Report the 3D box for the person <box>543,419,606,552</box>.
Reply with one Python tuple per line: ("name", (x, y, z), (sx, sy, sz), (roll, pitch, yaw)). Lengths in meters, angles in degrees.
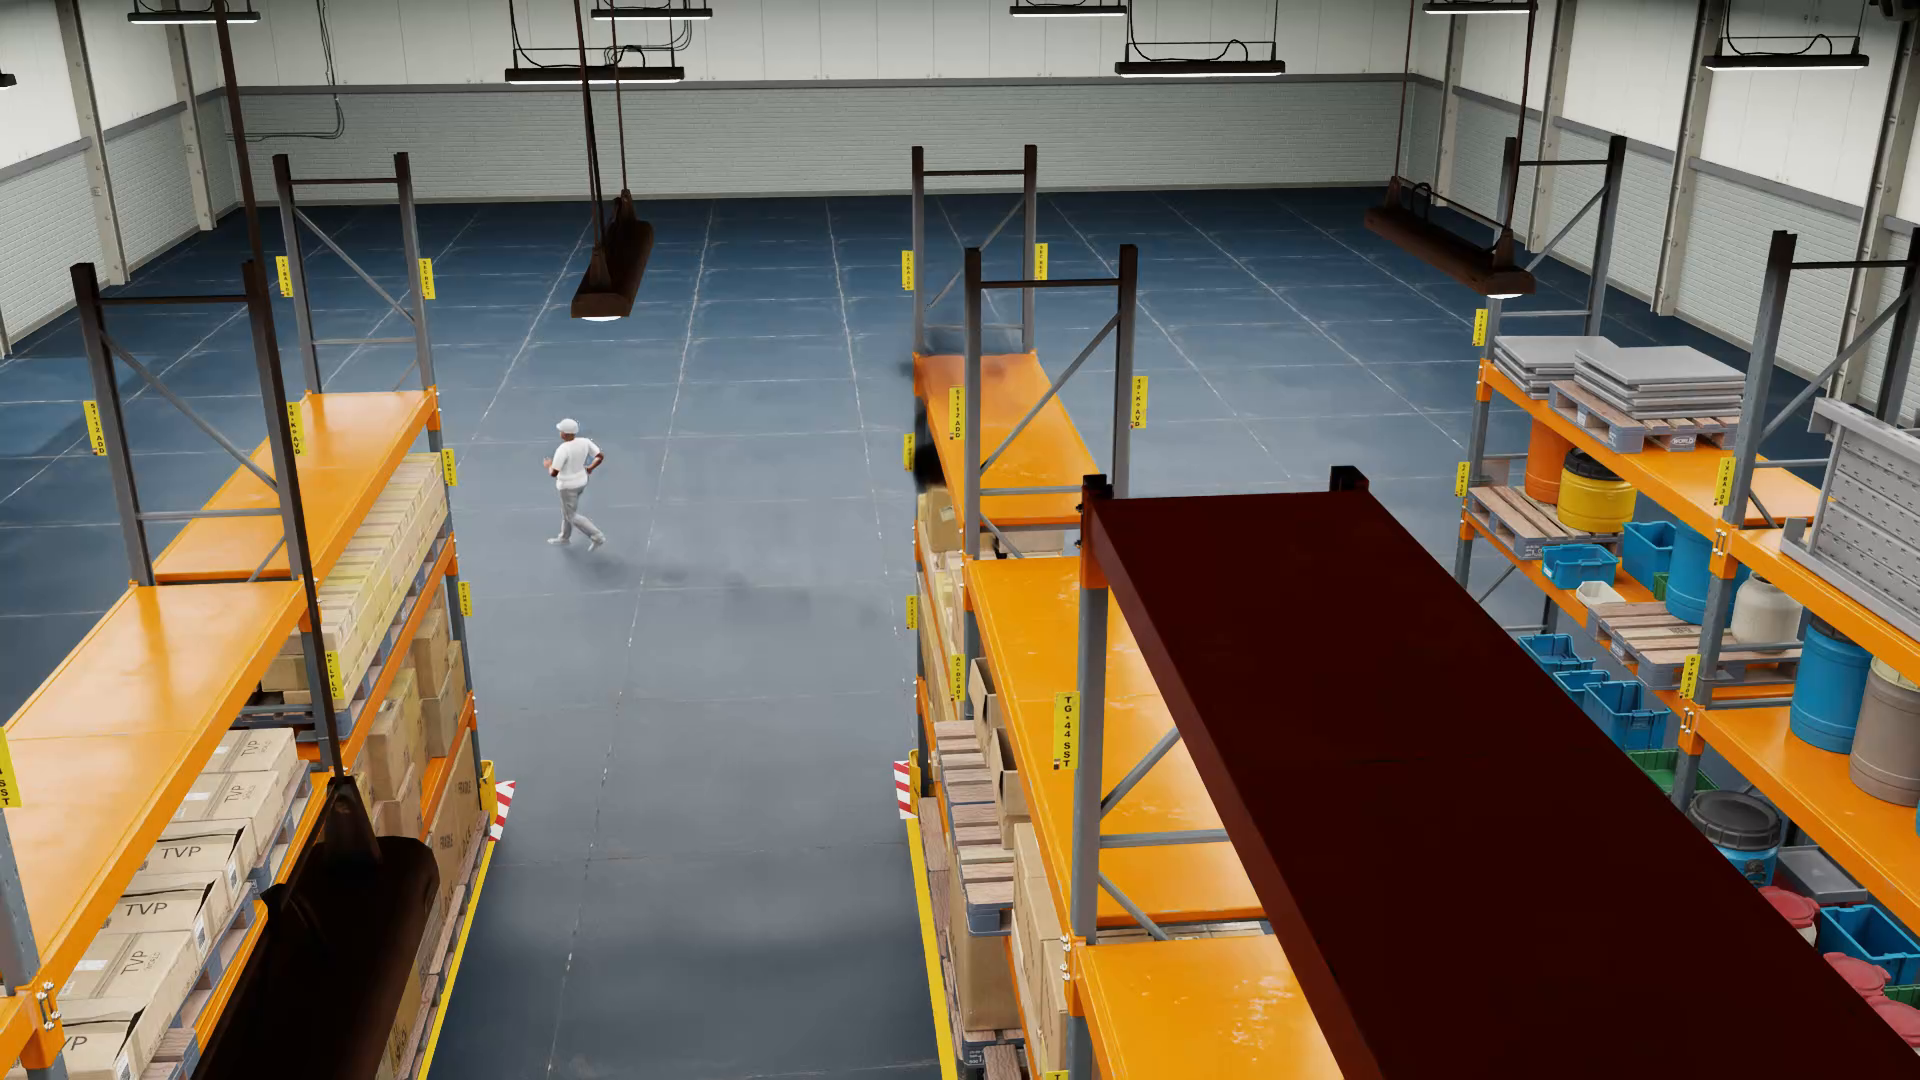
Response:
("person", (-4.880, -0.690, 20.929), (0.990, 1.747, 0.706), (9, 23, 22))
